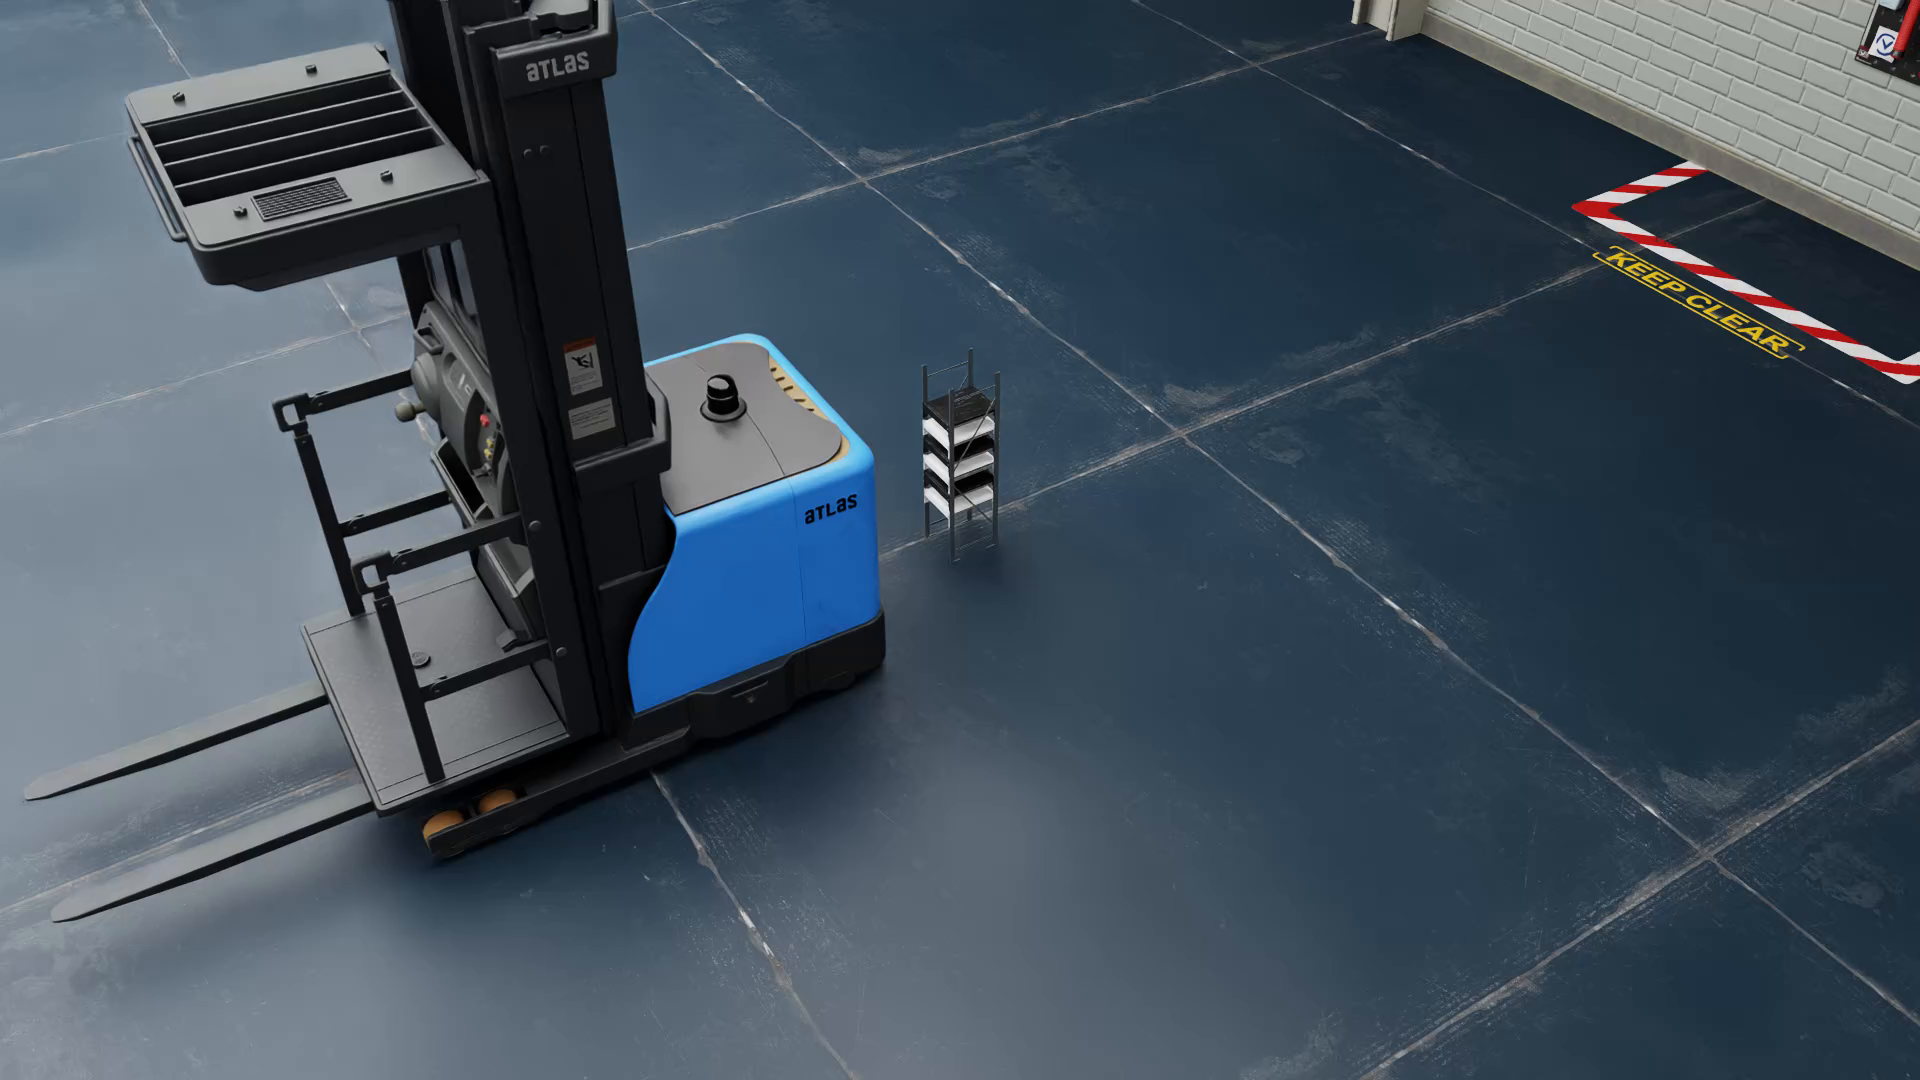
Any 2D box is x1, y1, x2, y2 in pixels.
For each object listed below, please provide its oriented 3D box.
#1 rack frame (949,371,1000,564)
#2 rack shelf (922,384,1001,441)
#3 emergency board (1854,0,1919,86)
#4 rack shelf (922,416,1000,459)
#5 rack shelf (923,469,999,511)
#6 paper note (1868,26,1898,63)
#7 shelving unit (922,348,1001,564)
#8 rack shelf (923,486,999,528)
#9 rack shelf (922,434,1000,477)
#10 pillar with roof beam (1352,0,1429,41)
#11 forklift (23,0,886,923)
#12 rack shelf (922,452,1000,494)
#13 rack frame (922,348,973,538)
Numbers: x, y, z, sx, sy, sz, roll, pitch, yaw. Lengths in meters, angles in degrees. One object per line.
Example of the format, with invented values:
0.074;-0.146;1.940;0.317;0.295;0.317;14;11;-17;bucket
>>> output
0.059;-0.286;6.891;0.240;0.900;0.006;-22;45;-24;rack frame
0.004;-0.523;6.805;0.258;0.077;0.200;-22;45;-24;rack shelf
4.888;-2.817;8.287;0.194;1.169;0.643;-22;45;-24;emergency board
0.004;-0.454;6.863;0.258;0.077;0.200;-22;45;-24;rack shelf
0.004;-0.247;7.036;0.258;0.077;0.200;-22;45;-24;rack shelf
4.851;-2.598;8.713;0.016;0.148;0.142;-22;45;-24;paper note
0.004;-0.341;6.957;0.258;0.900;0.210;-22;45;-24;shelving unit
0.004;-0.177;7.093;0.258;0.077;0.200;-22;45;-24;rack shelf
0.004;-0.385;6.920;0.258;0.077;0.200;-22;45;-24;rack shelf
-0.671;-5.531;6.858;9.100;9.000;0.400;-22;45;-24;pillar with roof beam
-1.824;-0.391;5.429;3.031;2.935;1.130;-21;44;-23;forklift
0.004;-0.316;6.978;0.258;0.077;0.200;-22;45;-24;rack shelf
-0.050;-0.396;7.023;0.240;0.900;0.006;-22;45;-24;rack frame
